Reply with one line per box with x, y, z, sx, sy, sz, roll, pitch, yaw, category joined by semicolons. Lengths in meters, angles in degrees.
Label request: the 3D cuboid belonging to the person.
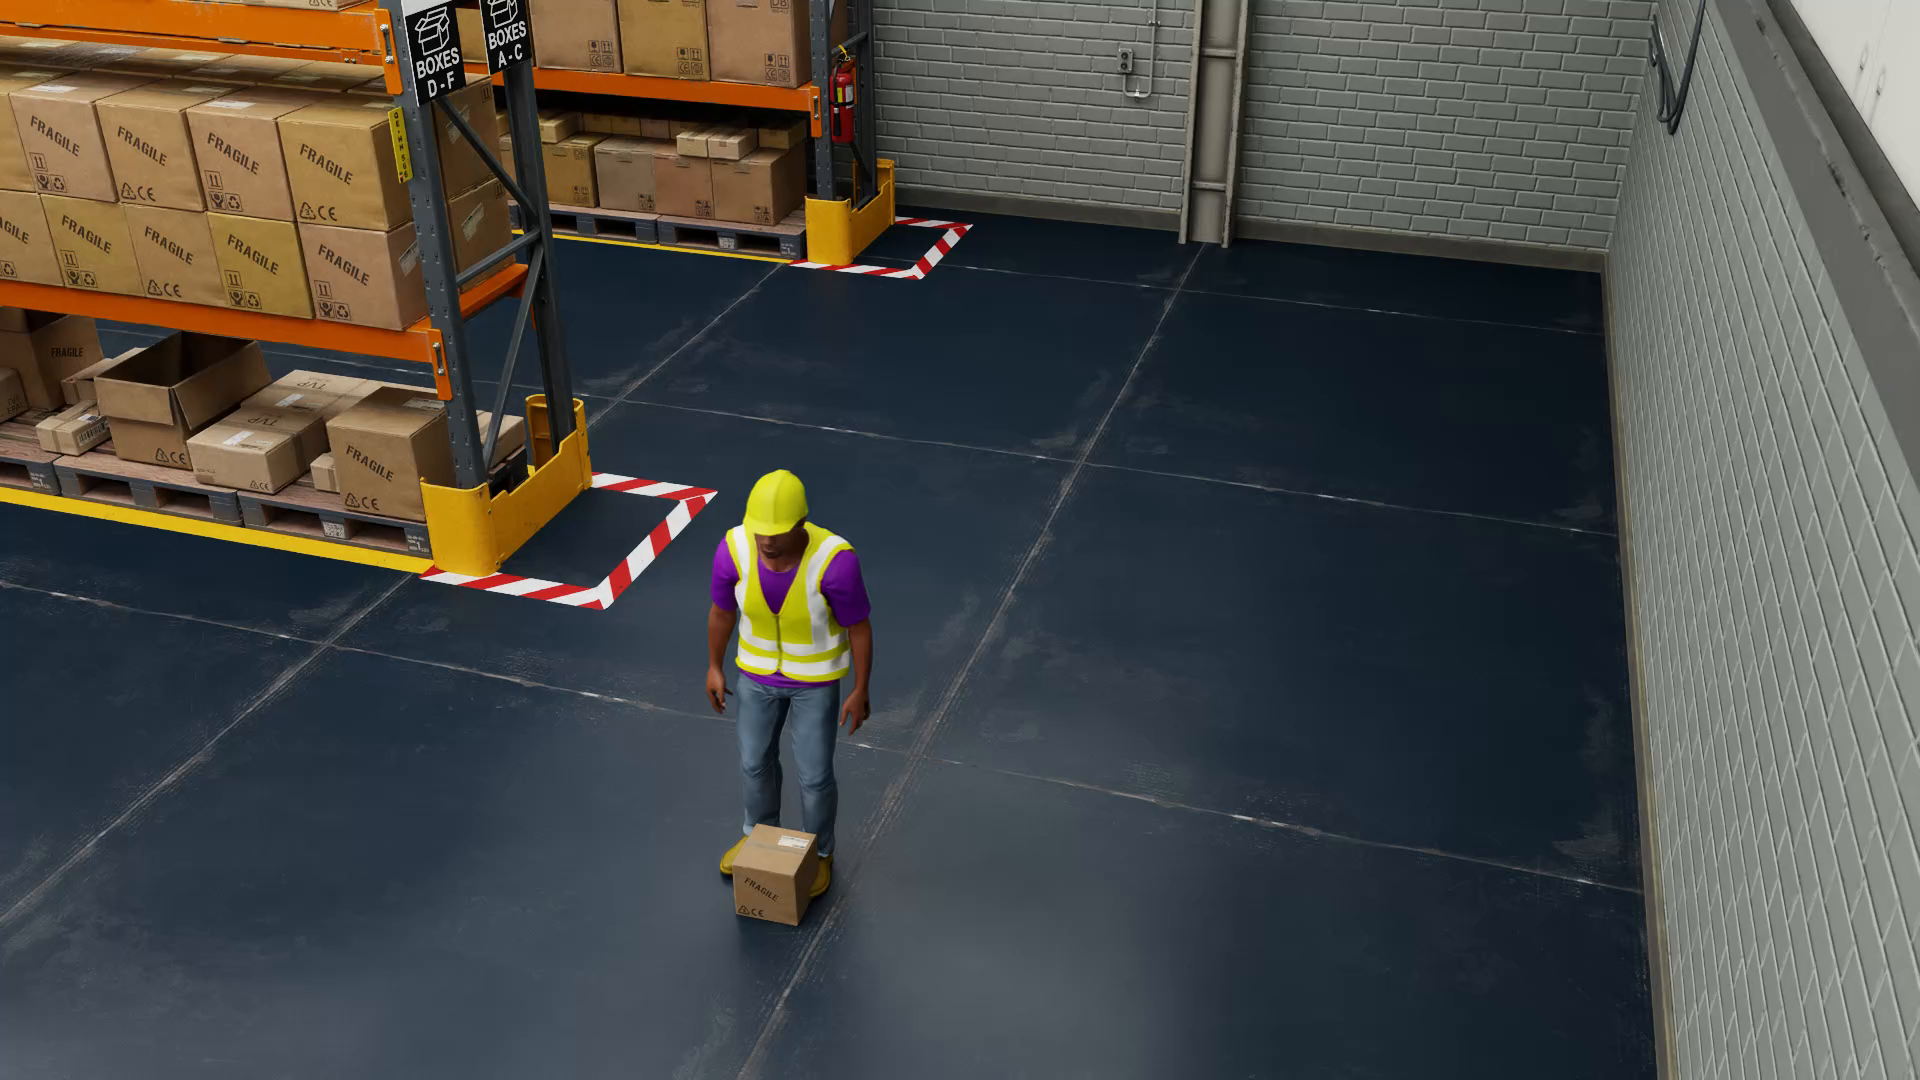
-0.638;0.514;6.181;0.638;1.761;0.457;7;30;13;person
